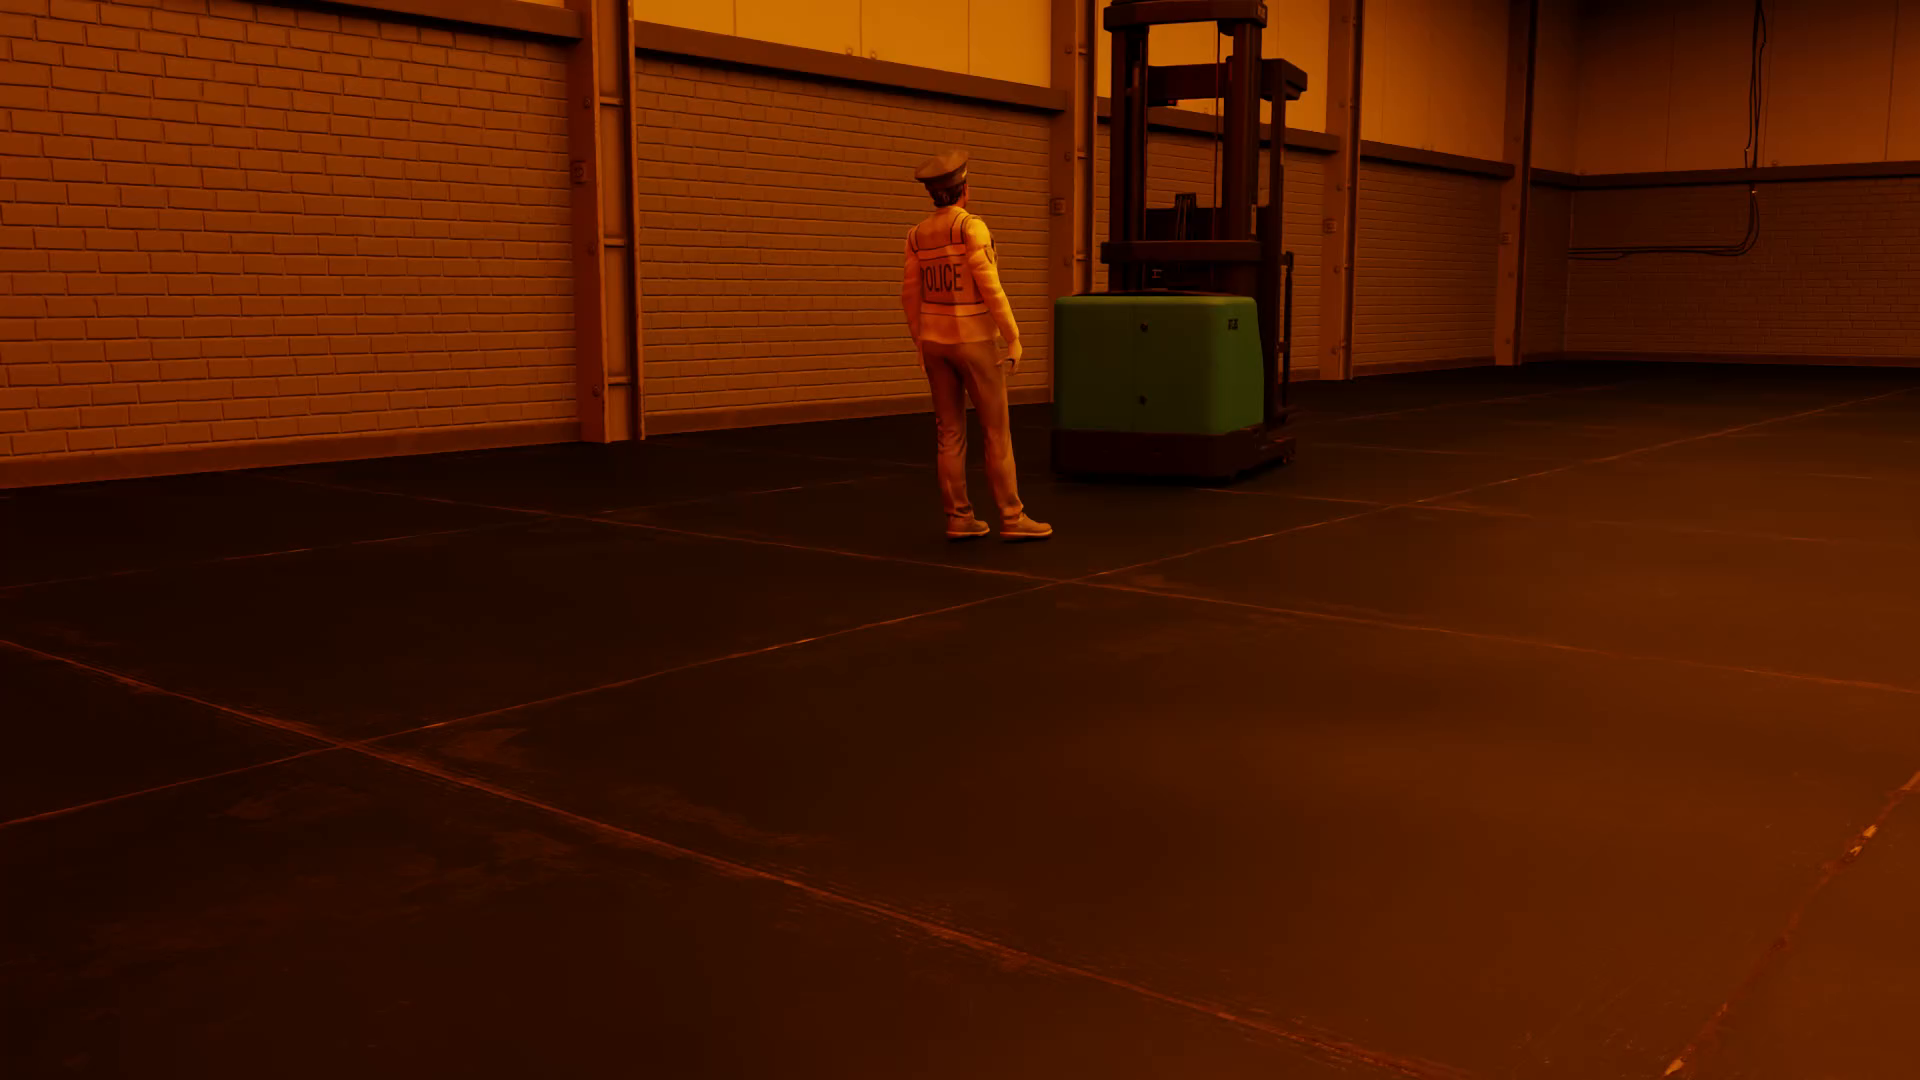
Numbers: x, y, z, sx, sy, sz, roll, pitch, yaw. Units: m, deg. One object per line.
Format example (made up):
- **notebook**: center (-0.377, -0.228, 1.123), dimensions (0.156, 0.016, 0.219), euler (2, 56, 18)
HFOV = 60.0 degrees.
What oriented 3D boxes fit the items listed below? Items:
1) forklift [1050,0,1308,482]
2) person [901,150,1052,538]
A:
- **forklift**: center (1.569, -1.957, 10.657), dimensions (1.130, 2.935, 3.031), euler (4, 9, 23)
- **person**: center (0.047, -0.852, 7.329), dimensions (0.588, 1.696, 0.533), euler (7, 11, 38)
